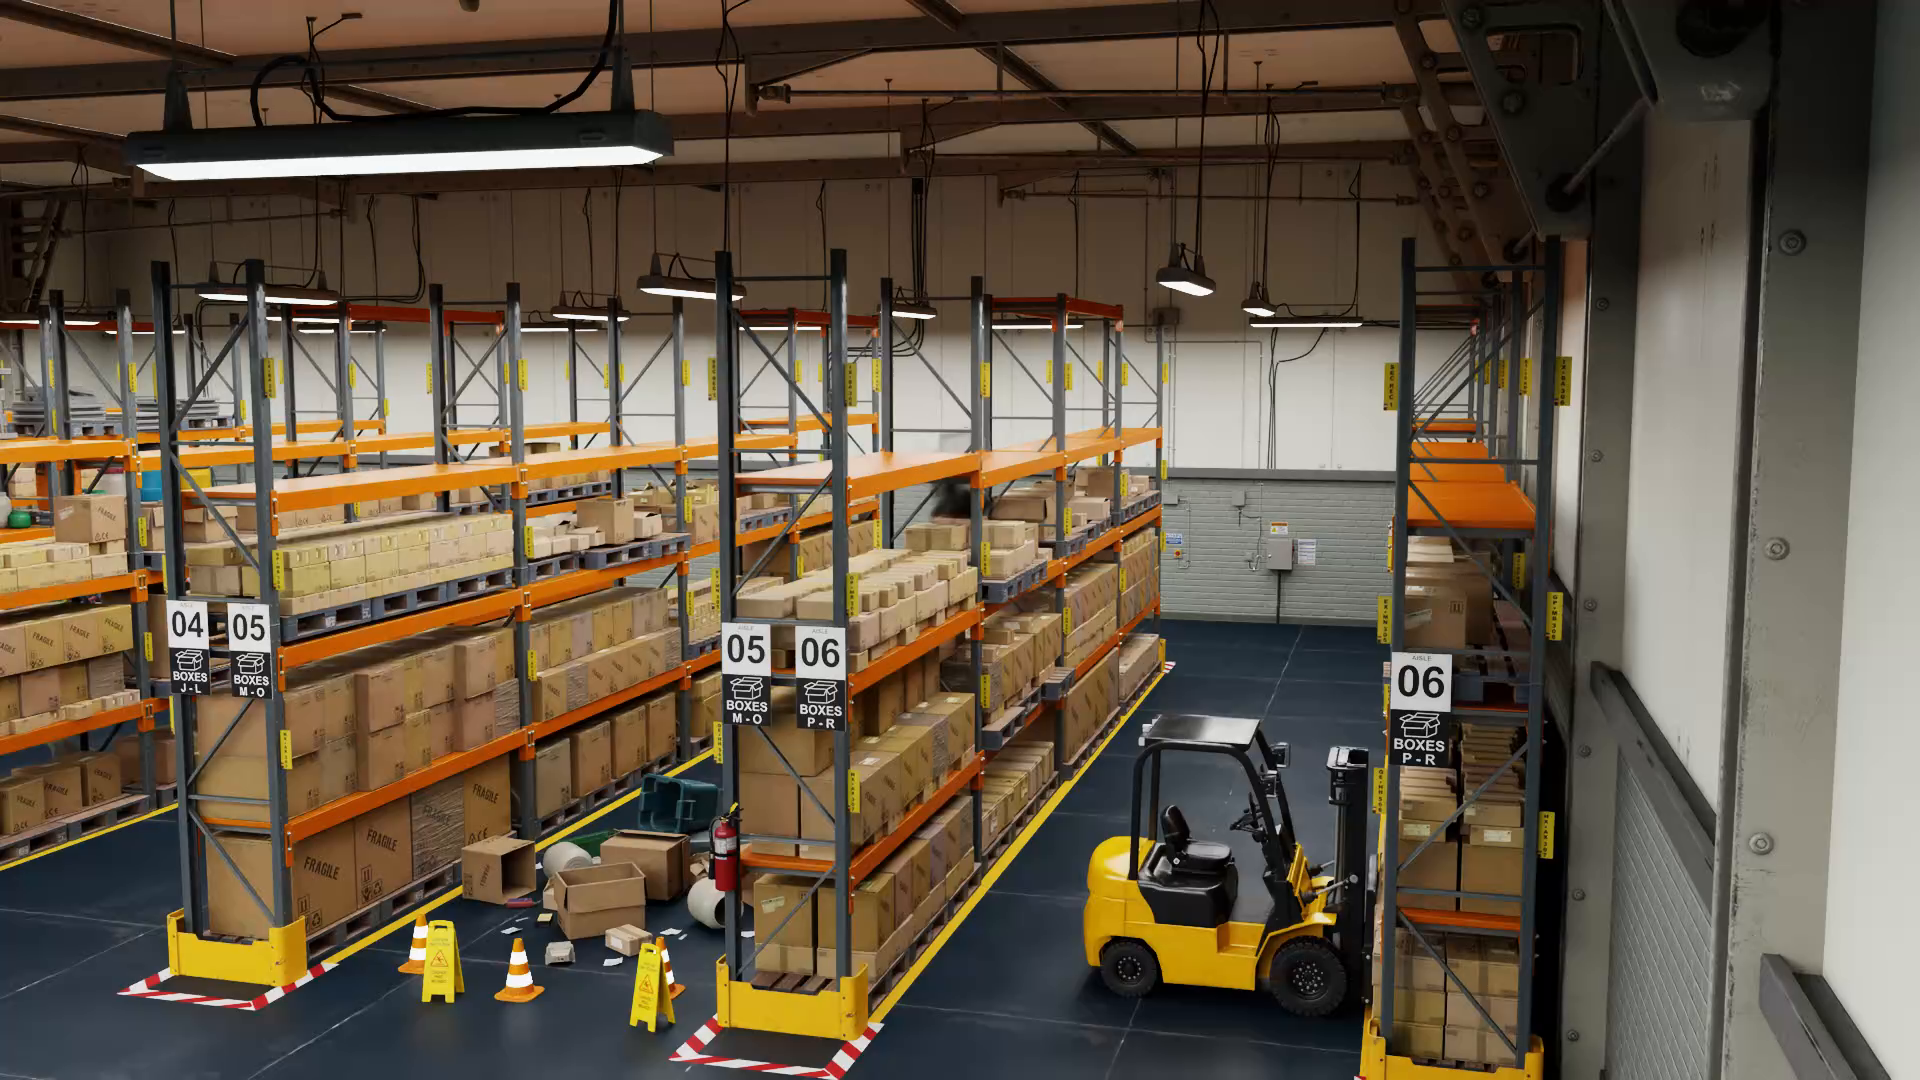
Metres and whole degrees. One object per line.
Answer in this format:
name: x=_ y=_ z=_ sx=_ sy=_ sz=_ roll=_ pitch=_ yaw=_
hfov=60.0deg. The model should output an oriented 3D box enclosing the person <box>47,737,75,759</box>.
person: x=-11.169 y=2.174 z=20.631 sx=0.585 sy=1.736 sz=0.724 roll=2 pitch=6 yaw=16
